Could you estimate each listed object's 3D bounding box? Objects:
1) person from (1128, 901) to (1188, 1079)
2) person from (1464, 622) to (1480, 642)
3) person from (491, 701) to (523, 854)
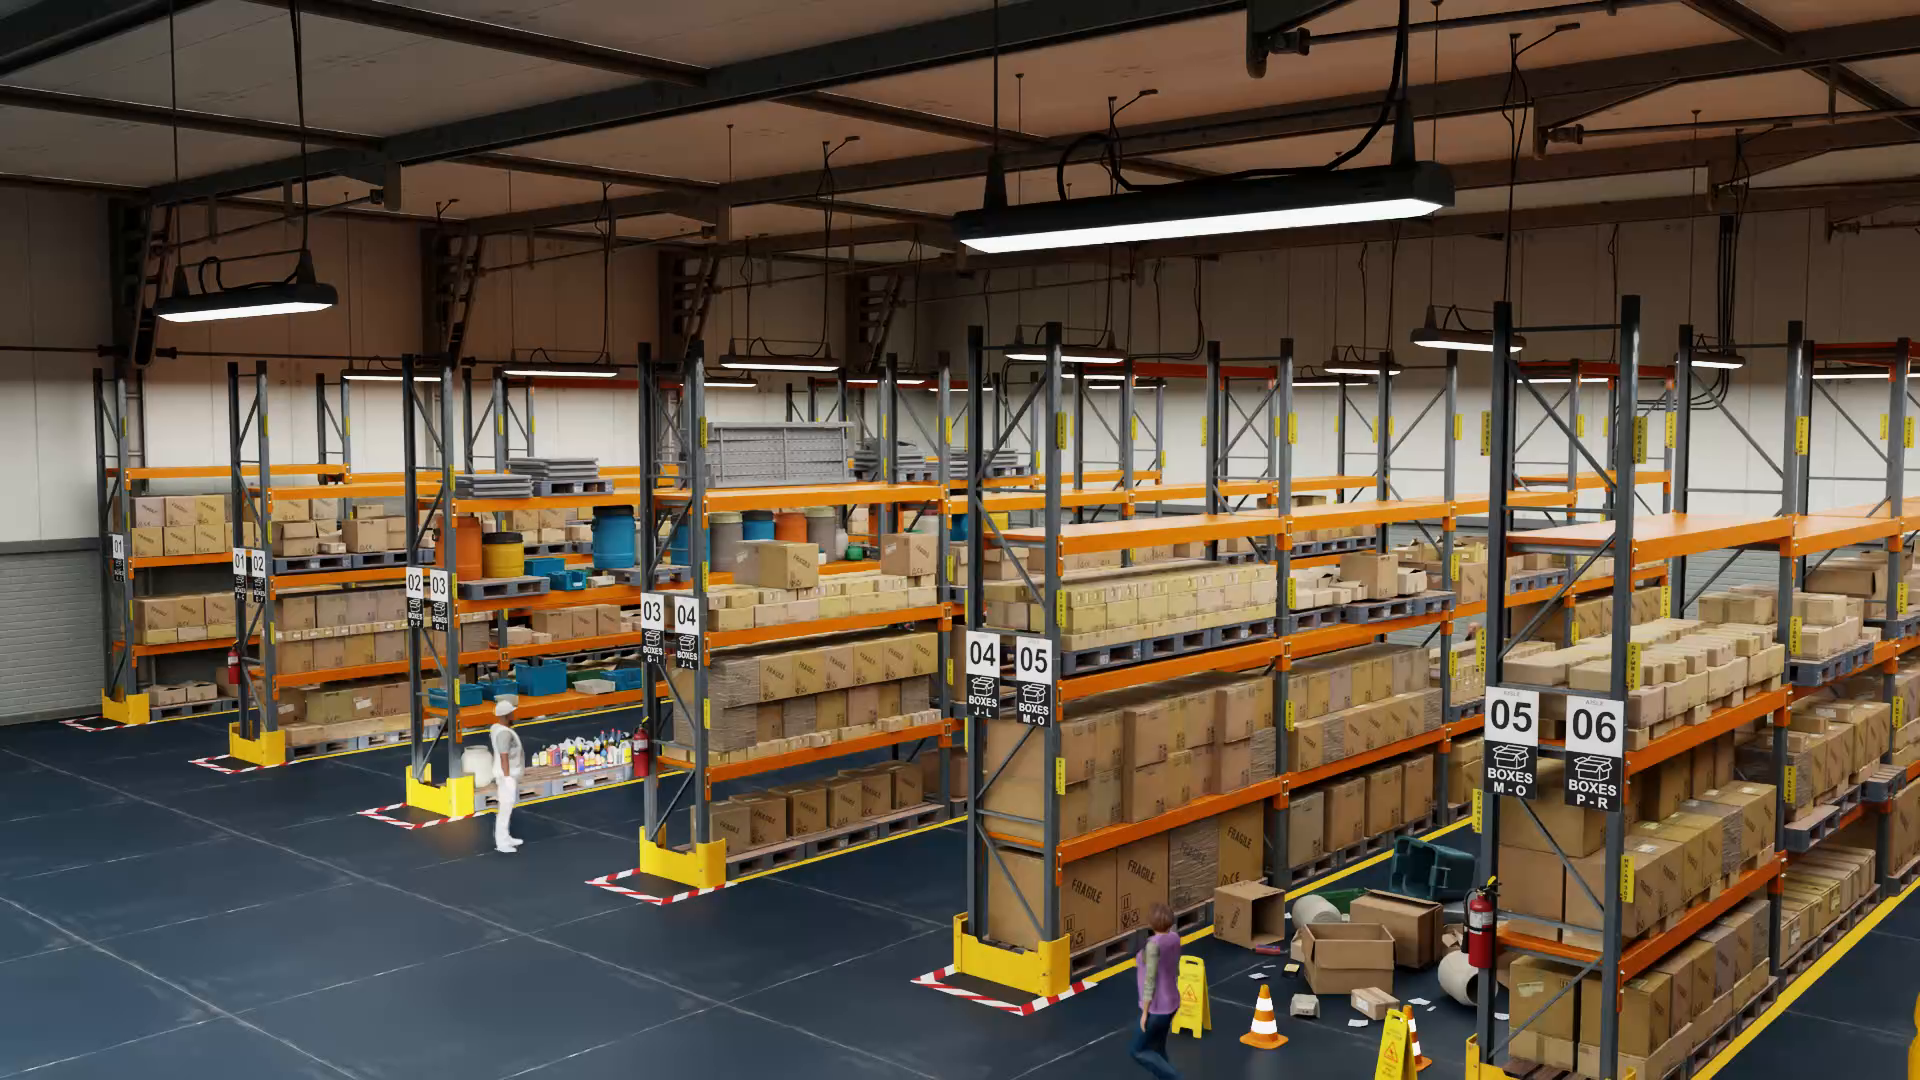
[{"bbox_3d":[1.496,3.451,12.221,0.484,1.600,0.428,2,5,25],"label":"person"},{"bbox_3d":[8.791,2.245,28.406,0.519,1.702,0.992,4,6,41],"label":"person"},{"bbox_3d":[-5.439,2.810,19.940,0.374,1.793,0.653,-1,4,-10],"label":"person"}]
